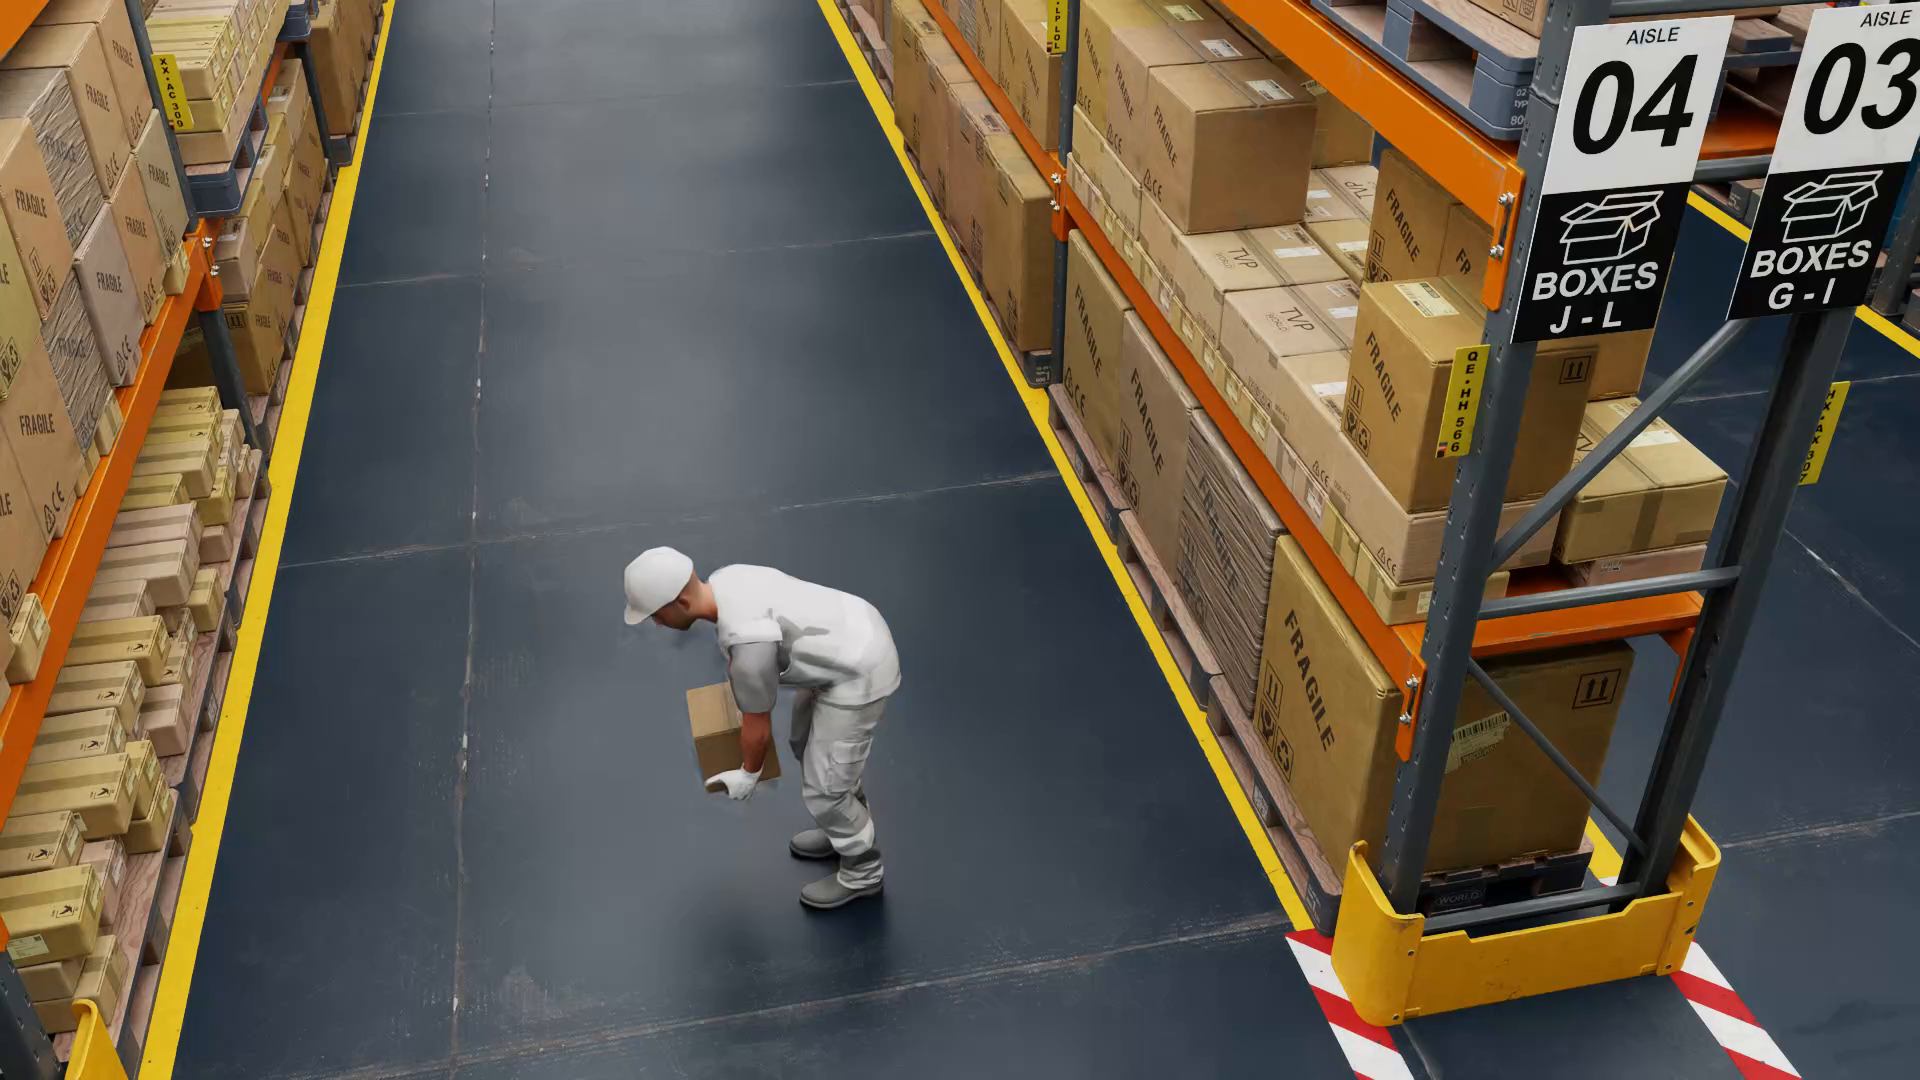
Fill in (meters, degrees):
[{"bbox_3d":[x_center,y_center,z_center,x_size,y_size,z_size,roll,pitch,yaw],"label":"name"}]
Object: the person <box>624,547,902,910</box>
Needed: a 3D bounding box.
[{"bbox_3d":[-0.625,0.599,5.515,0.858,1.472,0.482,-8,35,-12],"label":"person"}]
